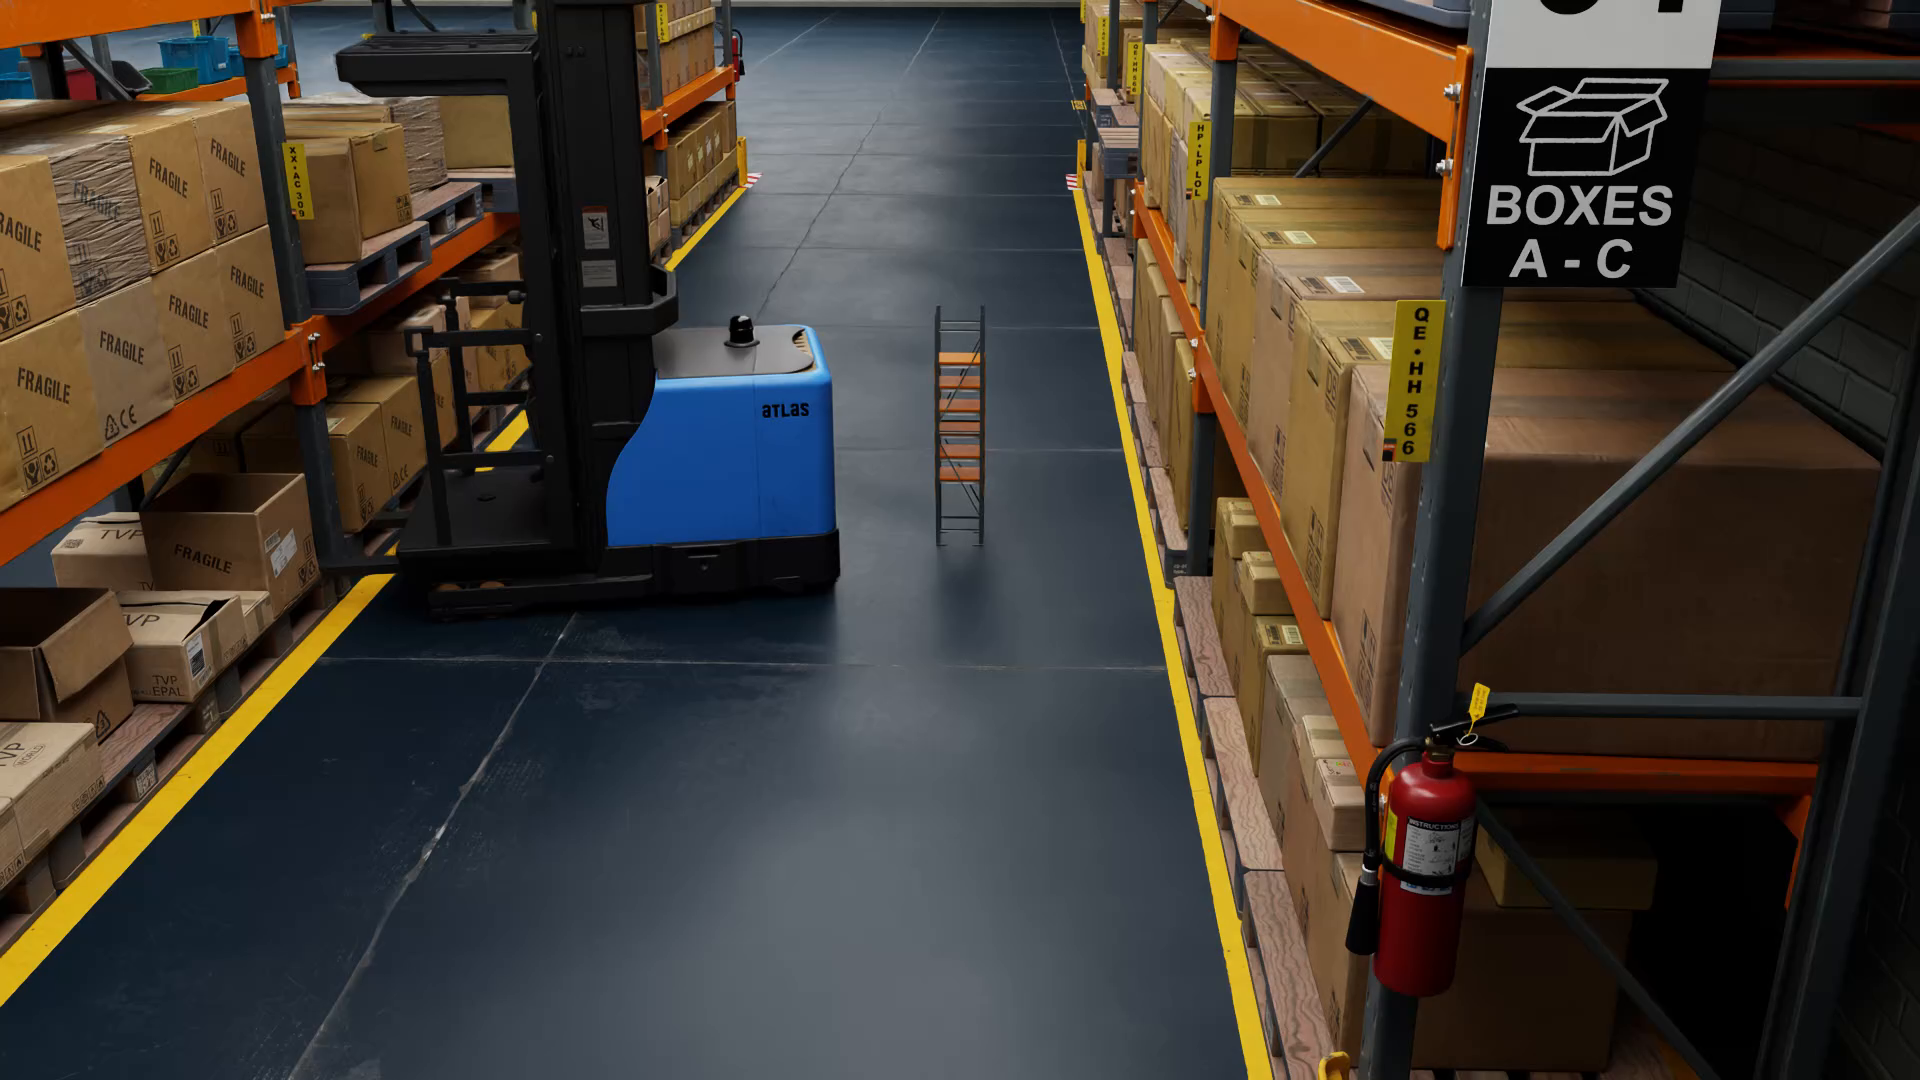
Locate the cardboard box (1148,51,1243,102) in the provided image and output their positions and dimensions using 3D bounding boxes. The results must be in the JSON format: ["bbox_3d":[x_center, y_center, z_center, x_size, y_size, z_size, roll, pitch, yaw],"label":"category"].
[{"bbox_3d":[1.386,-2.727,9.798,0.500,0.250,0.500,0,21,1],"label":"cardboard box"}]

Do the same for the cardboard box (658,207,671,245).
[{"bbox_3d":[-2.879,-2.799,14.816,0.500,0.250,0.500,0,21,1],"label":"cardboard box"}]

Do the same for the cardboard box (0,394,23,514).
[{"bbox_3d":[-3.216,-0.272,4.944,0.500,0.500,0.500,1,21,1],"label":"cardboard box"}]

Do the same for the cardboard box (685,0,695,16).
[{"bbox_3d":[-3.088,-5.576,16.820,0.700,0.500,0.500,1,21,2],"label":"cardboard box"}]

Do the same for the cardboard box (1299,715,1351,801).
[{"bbox_3d":[1.180,0.626,4.748,0.380,0.149,0.250,1,21,3],"label":"cardboard box"}]

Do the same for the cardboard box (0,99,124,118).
[{"bbox_3d":[-3.695,-1.491,6.705,0.500,0.500,0.500,1,21,3],"label":"cardboard box"}]

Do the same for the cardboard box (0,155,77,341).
[{"bbox_3d":[-3.201,-0.923,5.241,0.500,0.500,0.500,0,21,1],"label":"cardboard box"}]

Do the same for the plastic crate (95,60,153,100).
[{"bbox_3d":[-7.964,-4.253,15.429,0.767,0.338,0.504,1,21,2],"label":"plastic crate"}]

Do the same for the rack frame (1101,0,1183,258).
[{"bbox_3d":[1.795,-3.985,14.653,1.000,3.000,0.127,1,21,2],"label":"rack frame"}]

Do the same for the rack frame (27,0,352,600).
[{"bbox_3d":[-3.400,-1.146,7.335,1.000,3.000,0.127,1,21,2],"label":"rack frame"}]

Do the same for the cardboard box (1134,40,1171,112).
[{"bbox_3d":[1.733,-3.613,12.947,0.700,0.500,0.500,4,21,9],"label":"cardboard box"}]

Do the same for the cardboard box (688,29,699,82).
[{"bbox_3d":[-3.094,-4.993,17.112,0.700,0.500,0.500,1,21,2],"label":"cardboard box"}]

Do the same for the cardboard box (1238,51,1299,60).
[{"bbox_3d":[1.900,-2.729,9.802,0.500,0.250,0.500,0,21,0],"label":"cardboard box"}]

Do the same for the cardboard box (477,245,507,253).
[{"bbox_3d":[-3.508,-1.959,11.877,0.500,0.311,0.500,1,21,3],"label":"cardboard box"}]

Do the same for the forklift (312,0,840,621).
[{"bbox_3d":[-2.134,-1.202,7.576,3.031,2.935,1.130,-3,21,-9],"label":"forklift"}]

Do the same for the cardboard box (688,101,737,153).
[{"bbox_3d":[-2.754,-4.551,18.295,0.500,0.500,0.500,1,21,2],"label":"cardboard box"}]

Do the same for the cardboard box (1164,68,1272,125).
[{"bbox_3d":[1.366,-2.362,8.856,0.500,0.250,0.500,0,21,1],"label":"cardboard box"}]

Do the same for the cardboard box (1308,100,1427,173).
[{"bbox_3d":[1.826,-1.800,7.408,0.500,0.250,0.500,1,21,3],"label":"cardboard box"}]

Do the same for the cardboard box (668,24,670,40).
[{"bbox_3d":[-2.934,-4.761,15.618,0.380,0.149,0.250,0,21,1],"label":"cardboard box"}]

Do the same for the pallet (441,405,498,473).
[{"bbox_3d":[-3.378,-0.582,9.738,1.003,0.211,1.213,1,21,2],"label":"pallet"}]

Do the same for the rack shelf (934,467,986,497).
[{"bbox_3d":[0.000,-0.299,8.428,0.258,0.103,0.180,1,21,2],"label":"rack shelf"}]

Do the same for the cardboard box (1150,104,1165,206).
[{"bbox_3d":[1.361,-2.192,9.454,0.500,0.500,0.500,1,21,1],"label":"cardboard box"}]

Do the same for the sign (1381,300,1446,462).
[{"bbox_3d":[0.888,-0.307,3.247,0.100,0.325,0.005,1,21,2],"label":"sign"}]

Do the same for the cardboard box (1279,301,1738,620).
[{"bbox_3d":[1.447,-0.234,4.570,0.980,0.700,0.700,0,21,1],"label":"cardboard box"}]

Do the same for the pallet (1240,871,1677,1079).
[{"bbox_3d":[1.376,1.364,4.722,1.003,0.211,1.213,1,21,2],"label":"pallet"}]

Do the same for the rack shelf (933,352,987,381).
[{"bbox_3d":[0.000,-0.859,8.211,0.258,0.103,0.180,1,21,2],"label":"rack shelf"}]

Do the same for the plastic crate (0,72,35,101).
[{"bbox_3d":[-7.830,-3.684,13.900,0.392,0.384,0.575,1,21,2],"label":"plastic crate"}]

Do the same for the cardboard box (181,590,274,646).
[{"bbox_3d":[-3.085,0.324,6.881,0.380,0.149,0.250,1,21,2],"label":"cardboard box"}]

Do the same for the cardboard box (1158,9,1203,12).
[{"bbox_3d":[2.058,-4.809,15.919,0.500,0.500,0.500,1,21,3],"label":"cardboard box"}]

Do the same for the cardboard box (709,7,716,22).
[{"bbox_3d":[-2.856,-5.693,18.020,0.380,0.149,0.250,0,21,1],"label":"cardboard box"}]

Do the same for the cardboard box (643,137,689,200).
[{"bbox_3d":[-2.829,-3.466,15.499,0.500,0.500,0.500,1,21,2],"label":"cardboard box"}]

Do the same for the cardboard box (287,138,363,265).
[{"bbox_3d":[-3.162,-1.557,7.676,0.700,0.500,0.500,-7,22,-17],"label":"cardboard box"}]

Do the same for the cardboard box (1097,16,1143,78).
[{"bbox_3d":[1.500,-4.448,14.990,0.500,0.500,0.500,1,21,1],"label":"cardboard box"}]

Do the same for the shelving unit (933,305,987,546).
[{"bbox_3d":[0.000,-0.565,8.325,0.258,1.200,0.189,1,21,2],"label":"shelving unit"}]

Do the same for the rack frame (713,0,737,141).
[{"bbox_3d":[-3.035,-5.484,18.517,1.000,3.000,0.127,1,21,2],"label":"rack frame"}]

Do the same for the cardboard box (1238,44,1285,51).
[{"bbox_3d":[1.919,-2.916,10.284,0.500,0.250,0.500,1,21,3],"label":"cardboard box"}]

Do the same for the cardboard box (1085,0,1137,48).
[{"bbox_3d":[1.577,-5.372,17.371,0.500,0.500,0.500,1,21,2],"label":"cardboard box"}]

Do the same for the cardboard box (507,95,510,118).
[{"bbox_3d":[-3.243,-3.245,12.608,0.500,0.500,0.500,0,21,-1],"label":"cardboard box"}]

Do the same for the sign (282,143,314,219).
[{"bbox_3d":[-2.857,-1.546,7.170,0.100,0.325,0.005,1,21,2],"label":"sign"}]

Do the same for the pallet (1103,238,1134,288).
[{"bbox_3d":[1.773,-2.404,14.432,1.003,0.211,1.213,1,21,2],"label":"pallet"}]

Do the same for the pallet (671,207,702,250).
[{"bbox_3d":[-3.090,-3.025,16.034,1.003,0.211,1.213,1,21,2],"label":"pallet"}]

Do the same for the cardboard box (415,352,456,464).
[{"bbox_3d":[-3.114,-0.731,9.114,0.500,0.500,0.500,1,21,2],"label":"cardboard box"}]

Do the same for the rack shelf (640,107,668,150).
[{"bbox_3d":[-3.217,-2.980,13.056,1.077,0.370,4.000,1,21,2],"label":"rack shelf"}]

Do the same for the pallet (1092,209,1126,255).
[{"bbox_3d":[1.780,-2.928,15.784,1.003,0.211,1.213,1,21,2],"label":"pallet"}]

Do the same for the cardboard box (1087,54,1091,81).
[{"bbox_3d":[1.562,-4.826,16.999,0.500,0.250,0.500,0,21,1],"label":"cardboard box"}]

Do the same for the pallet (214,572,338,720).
[{"bbox_3d":[-3.422,0.403,7.199,1.003,0.211,1.213,1,21,2],"label":"pallet"}]

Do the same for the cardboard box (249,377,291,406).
[{"bbox_3d":[-3.648,-0.546,8.636,0.500,0.500,0.500,1,21,2],"label":"cardboard box"}]

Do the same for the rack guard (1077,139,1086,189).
[{"bbox_3d":[1.914,-4.238,18.761,1.175,0.500,0.348,1,21,2],"label":"rack guard"}]

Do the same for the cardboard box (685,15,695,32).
[{"bbox_3d":[-2.894,-5.225,16.814,0.380,0.149,0.250,1,21,3],"label":"cardboard box"}]

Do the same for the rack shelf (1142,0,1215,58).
[{"bbox_3d":[1.613,-2.879,8.649,1.077,0.370,4.000,1,21,2],"label":"rack shelf"}]

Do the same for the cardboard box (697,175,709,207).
[{"bbox_3d":[-2.799,-3.478,16.566,0.500,0.250,0.500,1,21,2],"label":"cardboard box"}]

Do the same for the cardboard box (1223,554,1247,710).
[{"bbox_3d":[1.408,0.328,6.412,0.700,0.500,0.500,0,21,1],"label":"cardboard box"}]

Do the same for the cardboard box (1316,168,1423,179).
[{"bbox_3d":[1.818,-1.451,7.544,0.500,0.500,0.500,0,21,0],"label":"cardboard box"}]
